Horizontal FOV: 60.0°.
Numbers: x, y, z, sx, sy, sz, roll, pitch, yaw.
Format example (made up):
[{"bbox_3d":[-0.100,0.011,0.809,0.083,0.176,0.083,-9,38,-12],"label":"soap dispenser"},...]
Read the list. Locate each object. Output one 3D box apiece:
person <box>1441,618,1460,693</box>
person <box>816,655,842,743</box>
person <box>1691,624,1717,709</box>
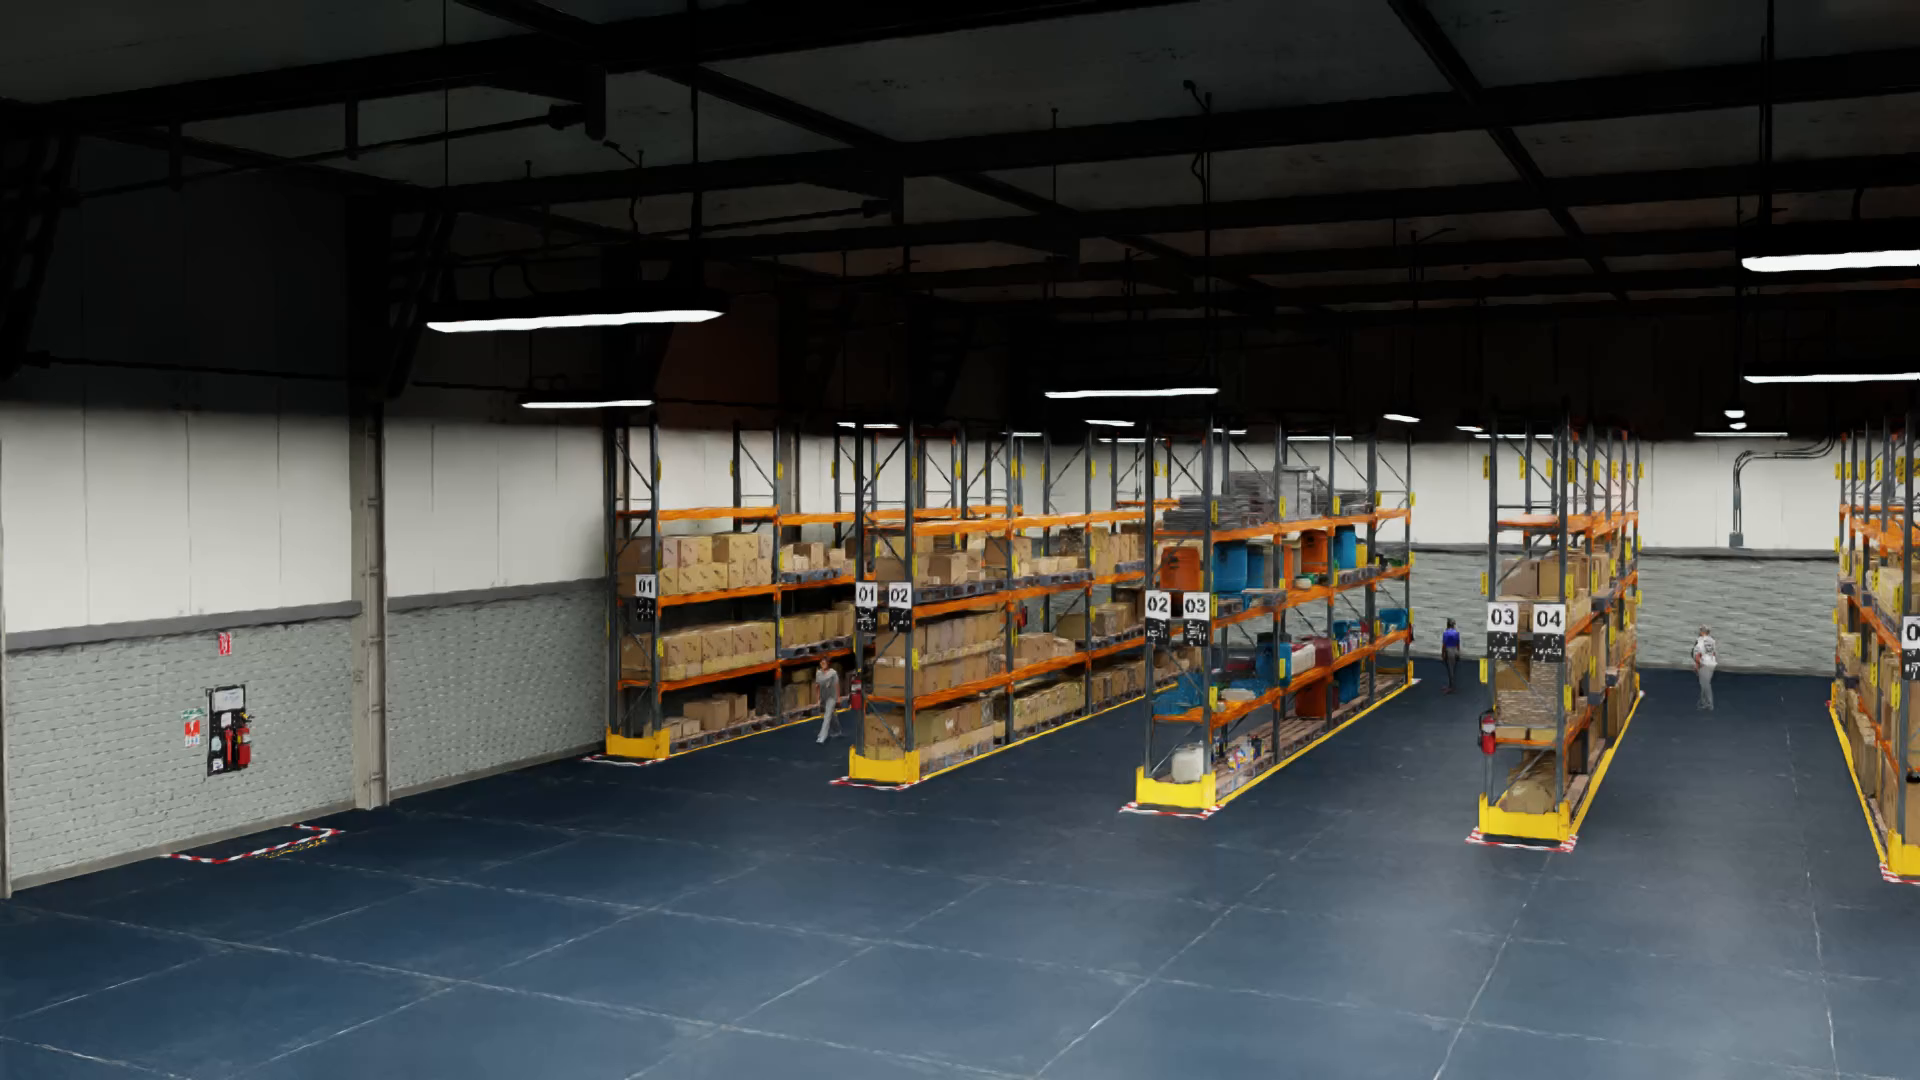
[{"bbox_3d":[11.032,2.593,37.447,0.573,1.642,0.551,-2,3,-37],"label":"person"},{"bbox_3d":[-2.461,2.900,30.646,0.446,1.590,1.109,1,3,28],"label":"person"},{"bbox_3d":[15.607,2.645,34.927,0.669,1.744,0.591,-2,3,-41],"label":"person"}]
